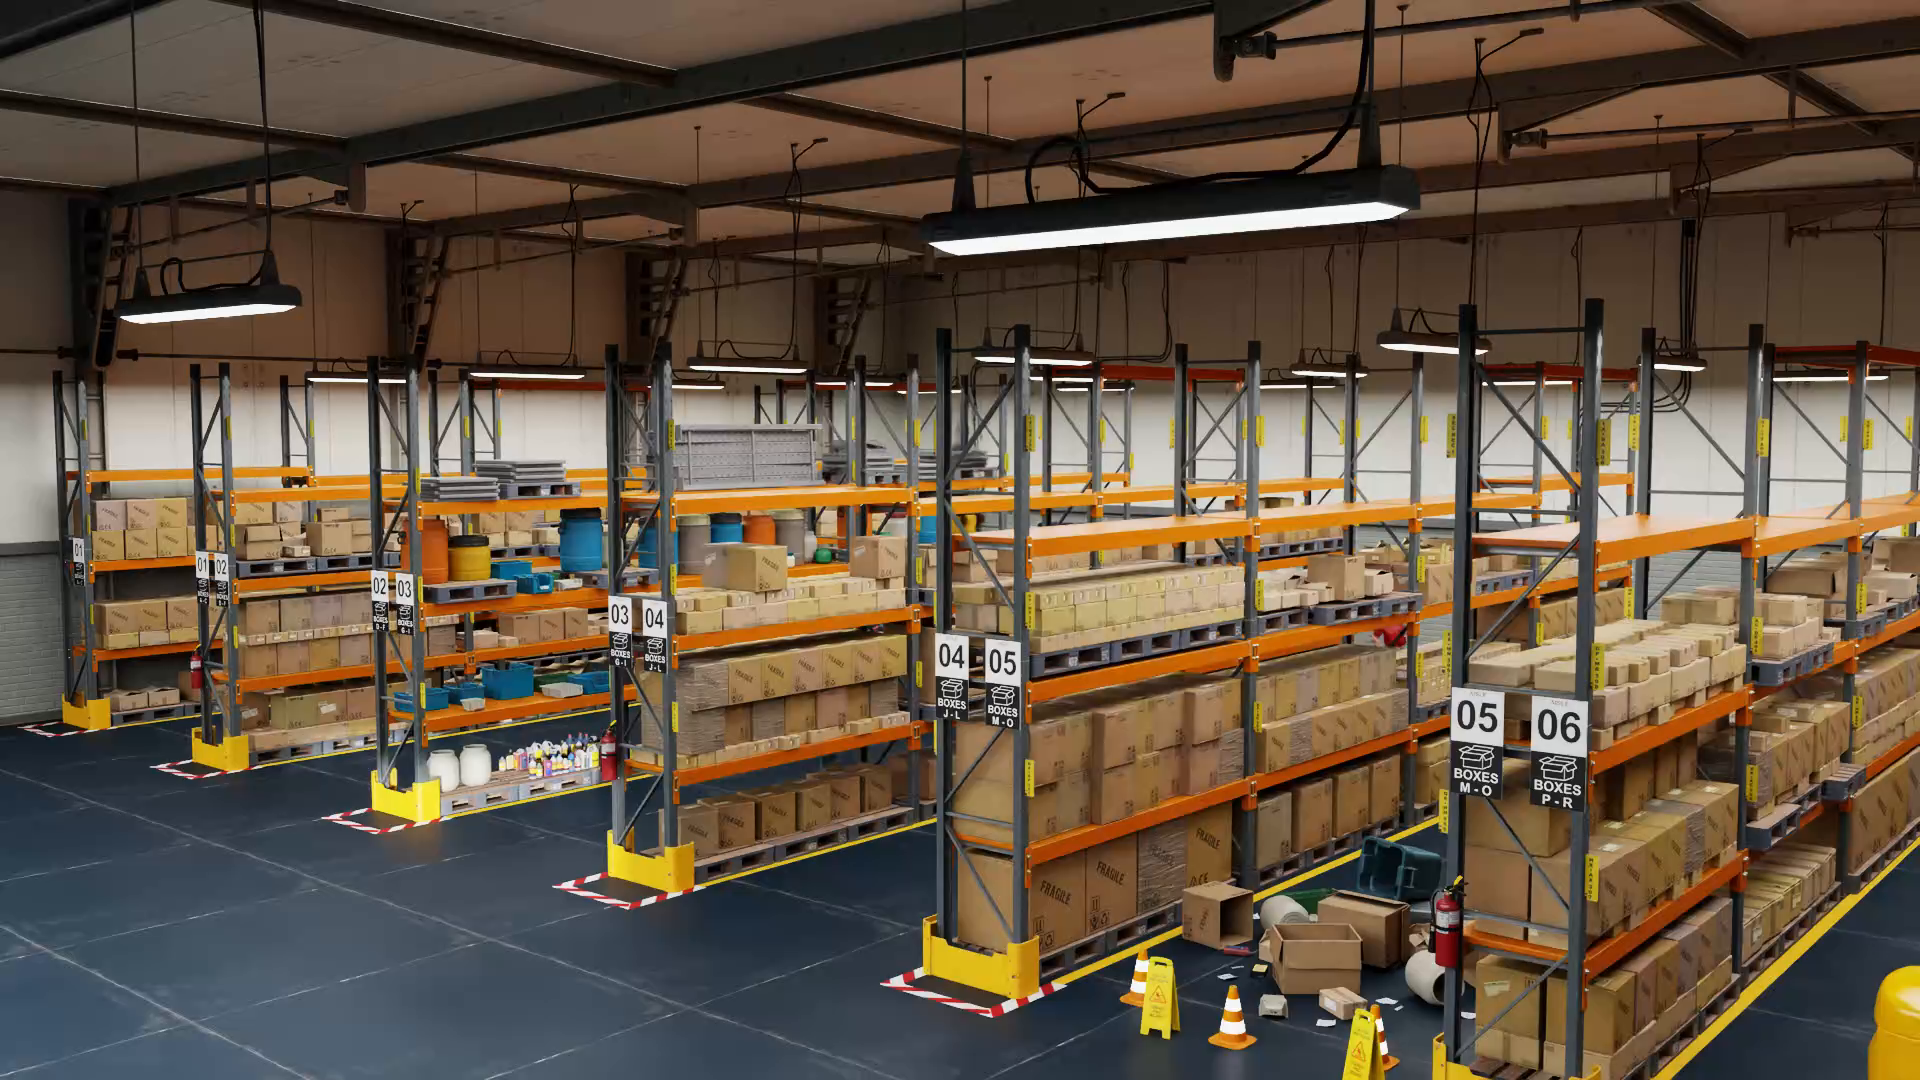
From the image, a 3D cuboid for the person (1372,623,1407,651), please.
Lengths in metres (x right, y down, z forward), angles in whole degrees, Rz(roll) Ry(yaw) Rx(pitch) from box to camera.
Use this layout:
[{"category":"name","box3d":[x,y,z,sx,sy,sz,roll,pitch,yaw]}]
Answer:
[{"category":"person","box3d":[8.053,2.100,30.789,0.723,1.668,0.816,-2,4,-20]}]

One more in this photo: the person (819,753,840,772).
[{"category":"person","box3d":[-1.945,2.556,23.920,0.674,1.823,0.730,3,5,34]}]
